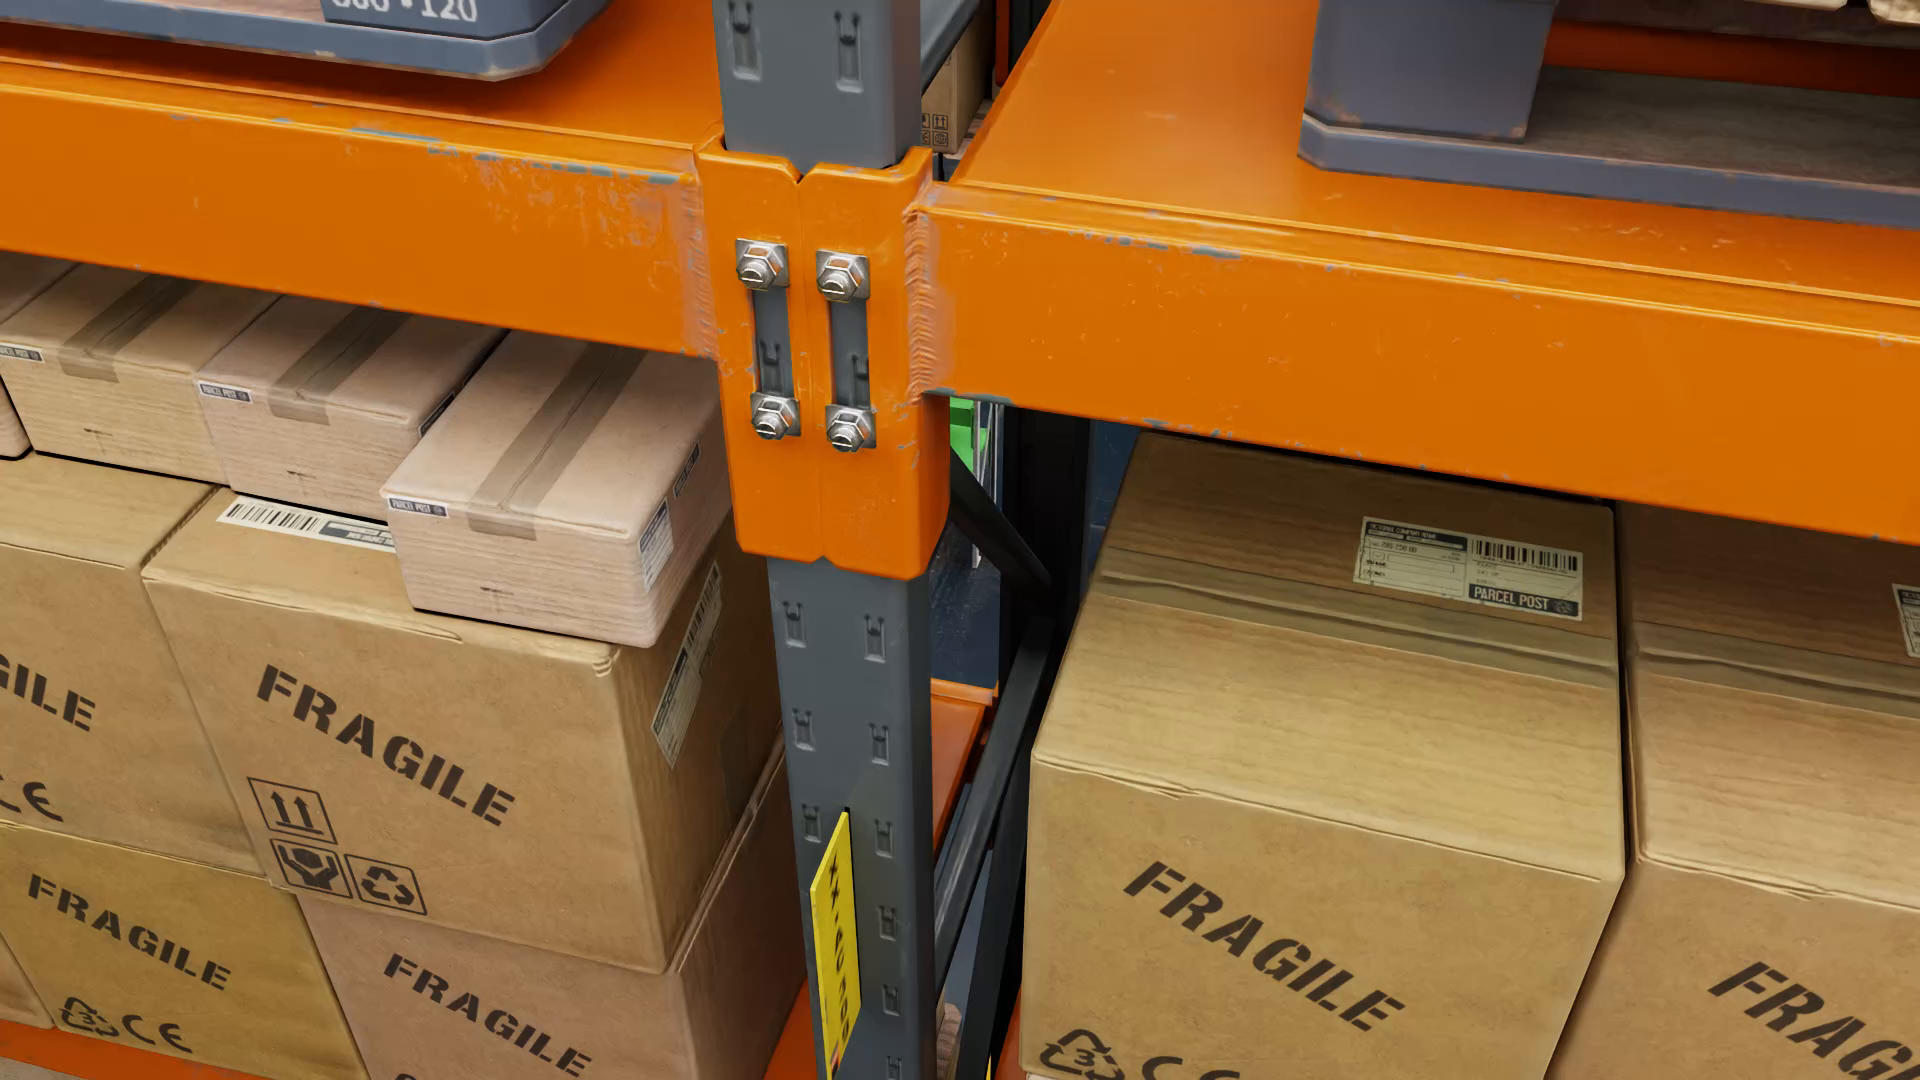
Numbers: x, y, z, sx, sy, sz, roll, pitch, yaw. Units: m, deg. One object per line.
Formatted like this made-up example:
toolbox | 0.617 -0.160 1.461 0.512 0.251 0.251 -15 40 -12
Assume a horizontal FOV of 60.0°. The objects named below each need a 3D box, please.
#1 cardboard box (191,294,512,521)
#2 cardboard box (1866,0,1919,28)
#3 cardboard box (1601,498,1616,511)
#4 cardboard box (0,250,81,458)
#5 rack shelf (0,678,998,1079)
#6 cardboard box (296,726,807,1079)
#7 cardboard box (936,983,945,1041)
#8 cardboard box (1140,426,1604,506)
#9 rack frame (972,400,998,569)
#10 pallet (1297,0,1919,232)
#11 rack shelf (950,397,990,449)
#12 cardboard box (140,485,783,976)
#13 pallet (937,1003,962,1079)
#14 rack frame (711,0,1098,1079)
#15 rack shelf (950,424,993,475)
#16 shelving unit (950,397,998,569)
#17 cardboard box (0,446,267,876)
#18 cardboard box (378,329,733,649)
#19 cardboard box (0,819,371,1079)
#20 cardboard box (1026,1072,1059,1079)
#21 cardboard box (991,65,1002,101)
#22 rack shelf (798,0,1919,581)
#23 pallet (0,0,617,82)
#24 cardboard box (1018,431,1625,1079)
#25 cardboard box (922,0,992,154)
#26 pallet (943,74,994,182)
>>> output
cardboard box | -0.589 -0.199 1.795 0.250 0.149 0.380 11 41 12
cardboard box | 0.794 -0.586 0.879 0.500 0.500 0.500 9 41 11
cardboard box | 1.016 0.014 2.046 0.500 0.500 0.500 11 41 12
cardboard box | -1.076 -0.278 1.889 0.250 0.149 0.380 9 41 11
rack shelf | -1.914 0.378 3.027 4.000 0.370 1.077 10 41 11
cardboard box | -0.496 0.478 2.270 0.500 0.500 0.500 10 41 12
cardboard box | -0.561 1.084 3.292 0.875 0.438 0.875 9 41 11
cardboard box | 0.514 -0.068 2.143 0.500 0.500 0.500 11 41 13
rack frame | 0.076 -0.446 4.849 0.015 1.200 0.240 10 41 11
pallet | 0.916 -0.519 1.351 1.217 0.209 0.805 8 41 10
rack shelf | -0.160 -0.438 4.938 0.480 0.148 0.258 10 41 11
cardboard box | -0.509 0.107 1.935 0.500 0.500 0.500 9 41 11
pallet | -0.696 1.328 3.505 1.213 0.211 1.003 10 41 11
rack frame | 0.019 0.433 2.402 0.053 2.616 0.949 10 41 11
rack shelf | -0.160 -0.254 5.092 0.480 0.148 0.258 10 41 11
shelving unit | -0.160 -0.487 4.897 0.503 1.200 0.258 10 41 11
cardboard box | -0.997 0.018 2.041 0.500 0.500 0.500 9 41 11
cardboard box | 4.248 -0.270 3.668 8.416 2.449 5.789 9 41 11
cardboard box | -0.995 0.396 2.368 0.500 0.500 0.500 9 41 10
cardboard box | 0.370 0.549 1.991 0.500 0.250 0.500 9 41 10
cardboard box | 0.301 -2.047 7.245 0.250 0.149 0.380 9 41 11
rack shelf | 1.950 -0.106 1.270 4.000 0.370 1.077 10 41 11
pallet | -0.770 -0.822 1.633 1.213 0.211 1.003 10 41 11
cardboard box | 0.369 0.266 1.746 0.500 0.500 0.500 10 41 12
cardboard box | -0.182 -2.018 6.938 0.500 0.500 0.700 8 41 10
pallet | 0.634 -1.696 7.106 1.213 0.211 1.003 10 41 11
